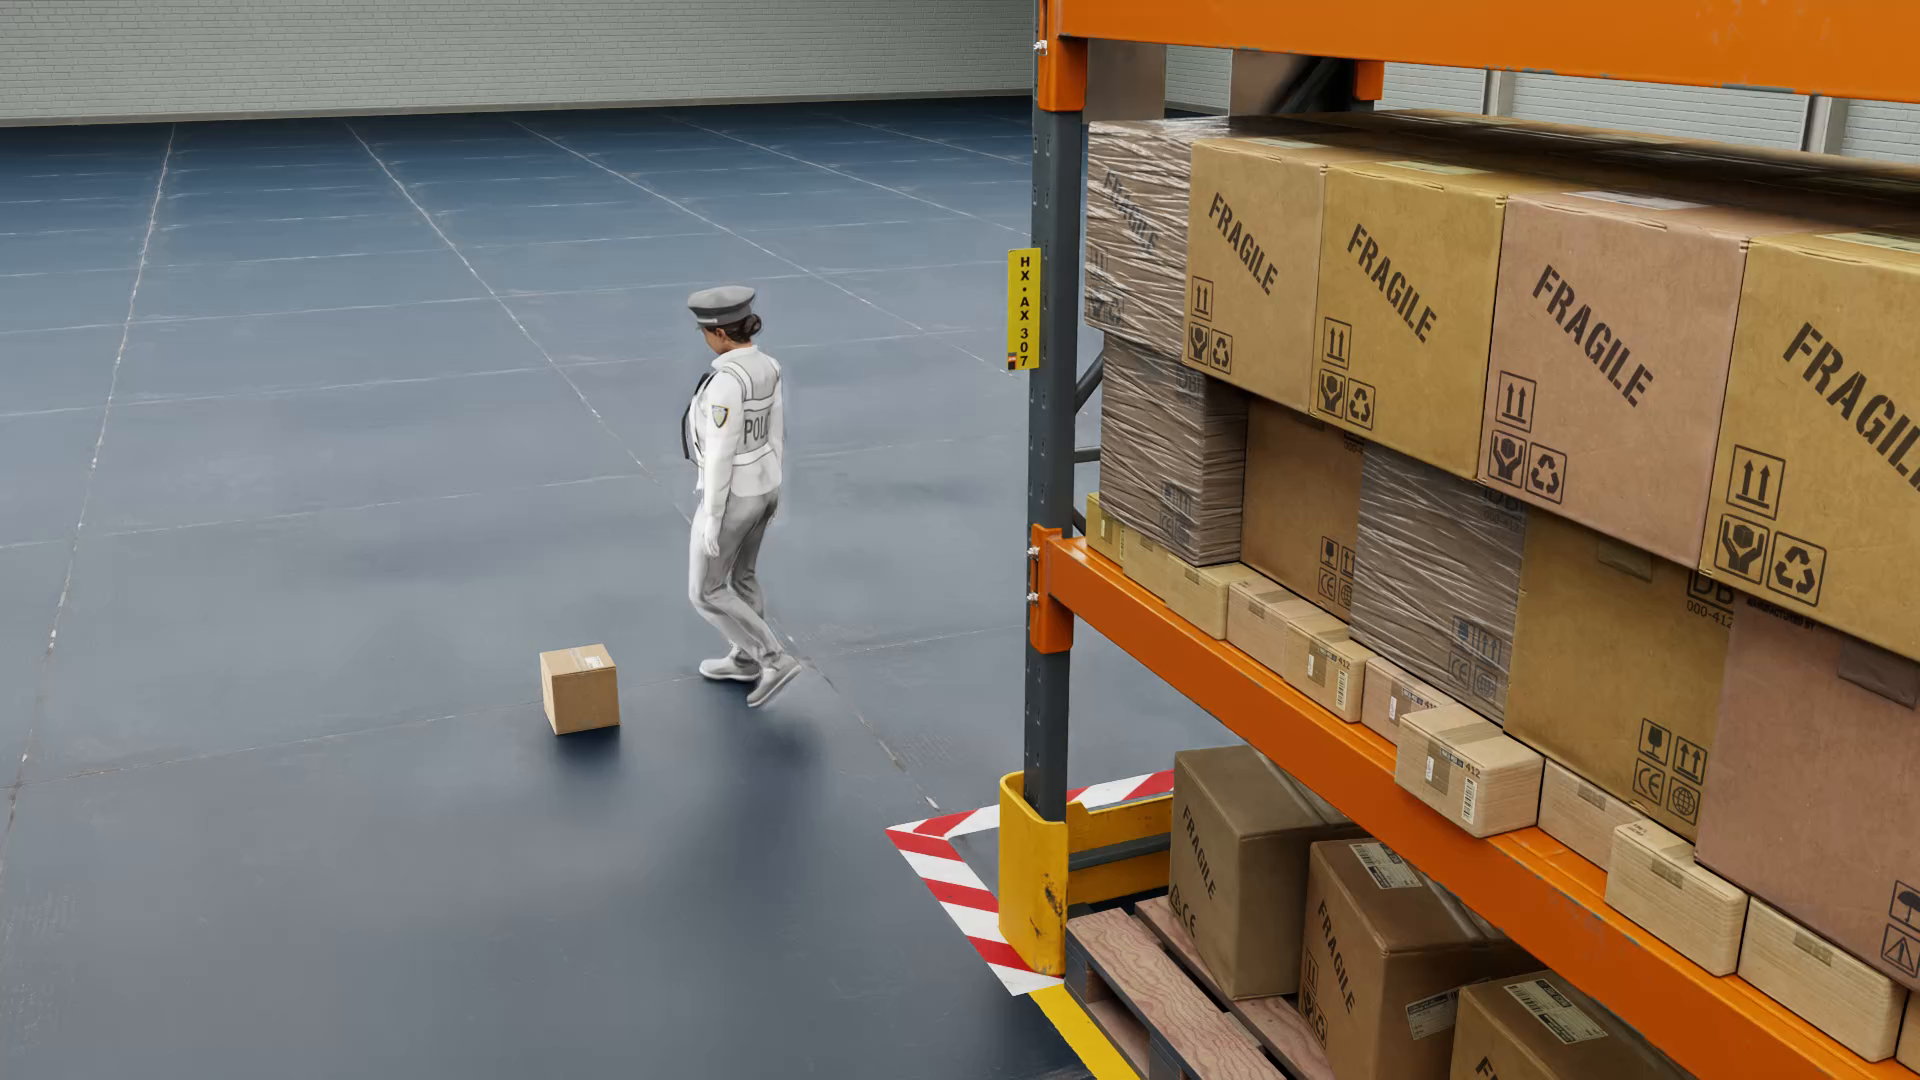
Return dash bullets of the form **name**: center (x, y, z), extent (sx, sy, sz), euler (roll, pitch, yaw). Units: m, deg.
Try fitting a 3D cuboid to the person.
- **person**: center (-0.855, -0.150, 6.467), extent (0.587, 1.658, 0.546), euler (5, 20, 15)
